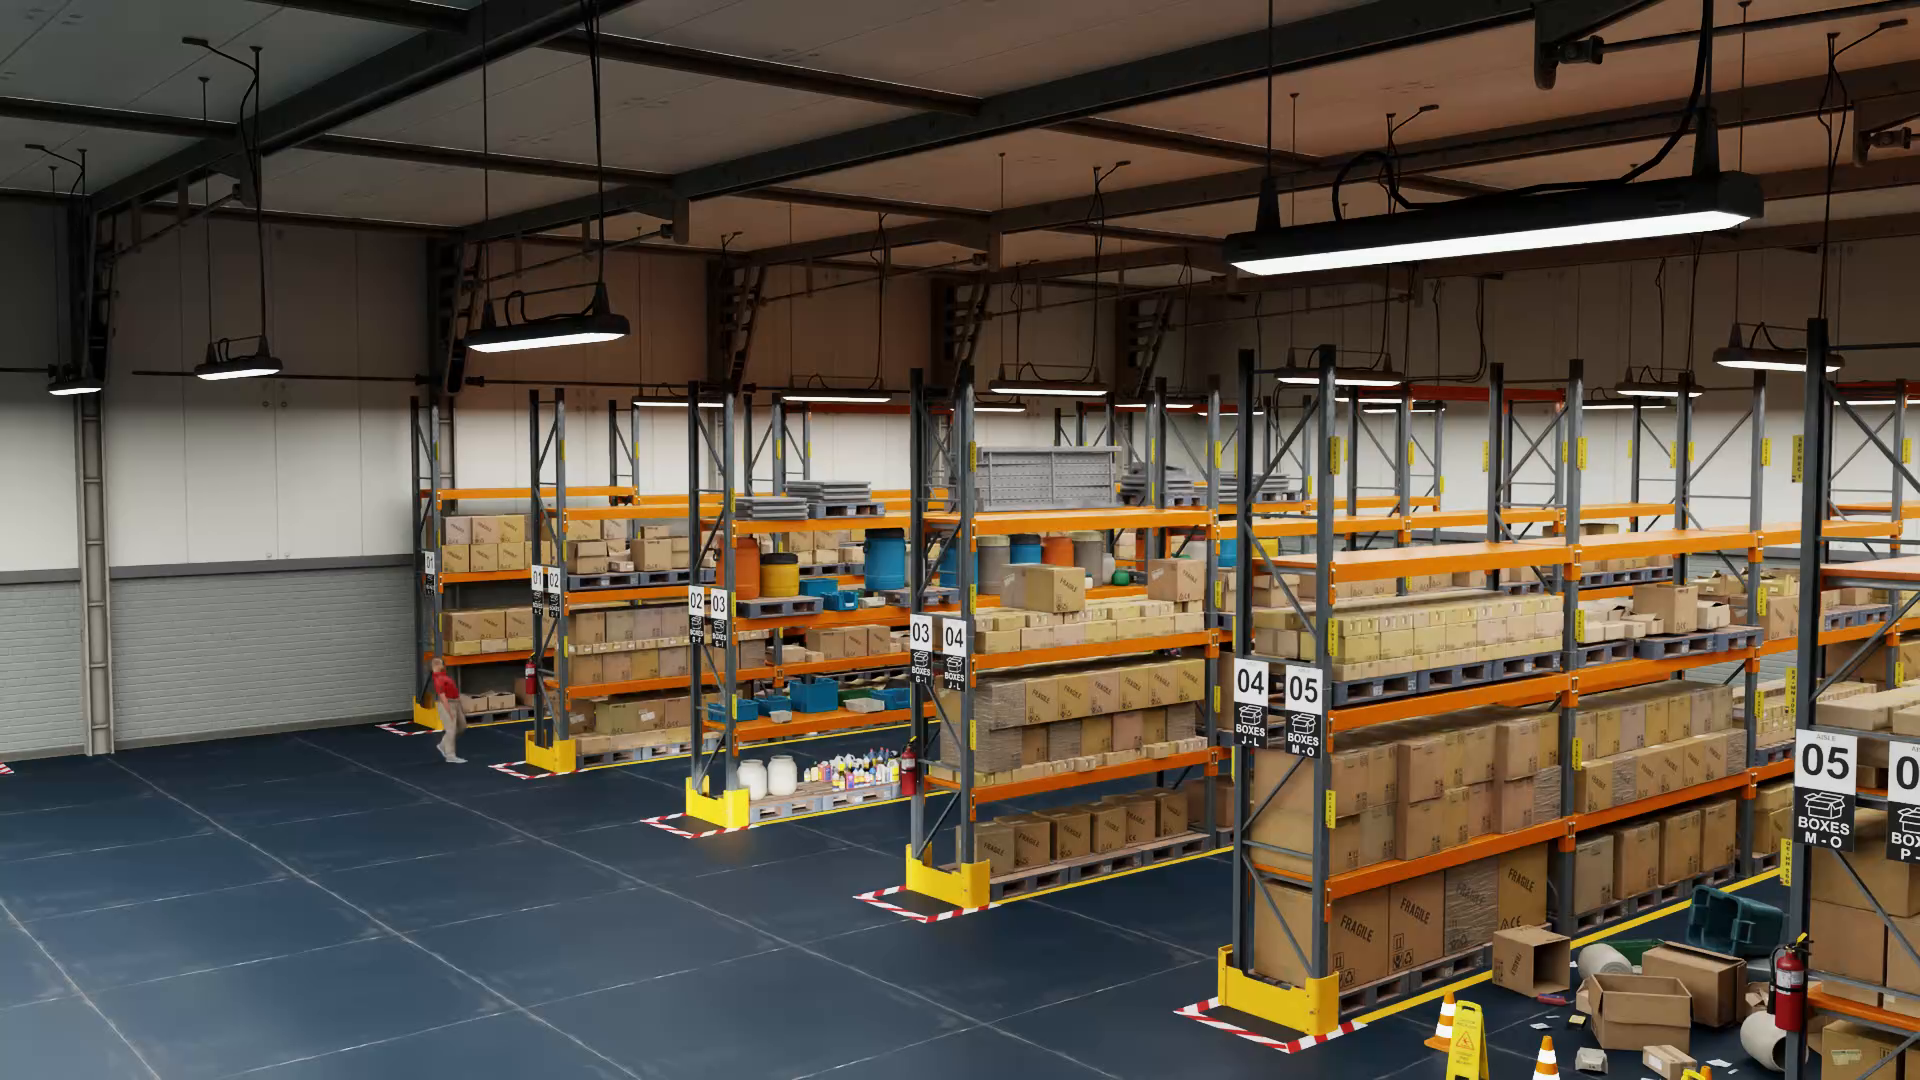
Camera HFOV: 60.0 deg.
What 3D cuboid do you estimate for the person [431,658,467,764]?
[{"bbox_3d":[-8.256,2.739,26.912,0.580,1.694,0.638,0,3,0],"label":"person"}]
